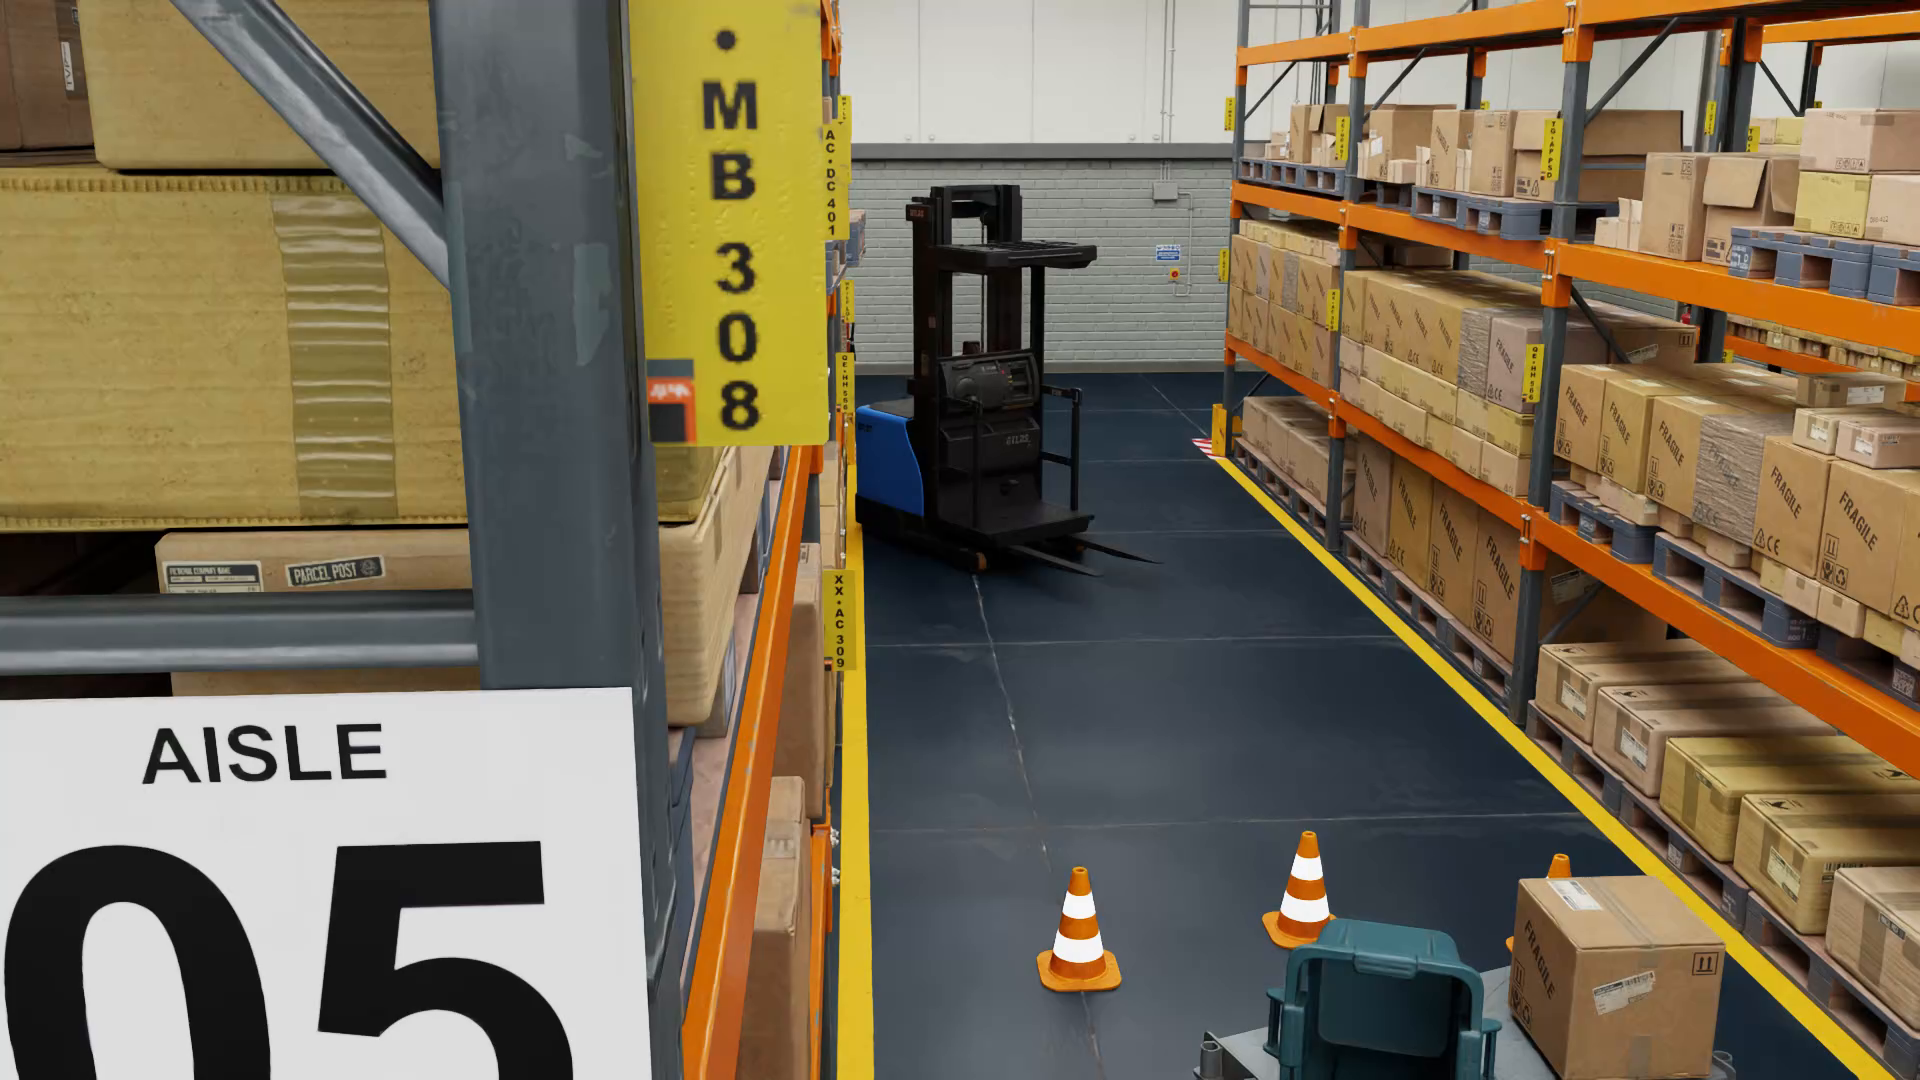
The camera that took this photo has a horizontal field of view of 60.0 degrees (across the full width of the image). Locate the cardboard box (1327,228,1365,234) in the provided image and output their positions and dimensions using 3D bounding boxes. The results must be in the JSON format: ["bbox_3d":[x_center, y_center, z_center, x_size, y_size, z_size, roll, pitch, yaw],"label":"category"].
[{"bbox_3d":[3.621,-2.814,15.436,0.380,0.149,0.250,-1,14,-2],"label":"cardboard box"}]

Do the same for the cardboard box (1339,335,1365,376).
[{"bbox_3d":[3.259,-1.431,12.867,0.500,0.250,0.500,-1,14,-5],"label":"cardboard box"}]

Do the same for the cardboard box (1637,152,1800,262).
[{"bbox_3d":[3.809,-1.646,8.183,0.700,0.500,0.500,-1,14,-3],"label":"cardboard box"}]

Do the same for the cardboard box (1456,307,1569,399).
[{"bbox_3d":[3.428,-1.165,10.328,0.500,0.500,0.500,-1,14,-2],"label":"cardboard box"}]

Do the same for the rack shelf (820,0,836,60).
[{"bbox_3d":[-1.050,-2.145,6.550,1.077,0.370,4.000,-1,14,-3],"label":"rack shelf"}]

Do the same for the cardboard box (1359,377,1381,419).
[{"bbox_3d":[3.310,-1.061,12.430,0.500,0.250,0.500,-1,14,-5],"label":"cardboard box"}]

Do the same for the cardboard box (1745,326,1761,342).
[{"bbox_3d":[8.033,-2.049,16.474,0.380,0.149,0.250,0,14,-2],"label":"cardboard box"}]

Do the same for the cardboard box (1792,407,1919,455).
[{"bbox_3d":[3.658,-0.446,6.799,0.380,0.149,0.250,-2,15,-6],"label":"cardboard box"}]

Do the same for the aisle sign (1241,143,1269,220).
[{"bbox_3d":[2.971,-3.643,16.947,0.394,0.787,0.004,-1,14,-3],"label":"aisle sign"}]

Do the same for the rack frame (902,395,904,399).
[{"bbox_3d":[-0.423,-0.784,14.966,0.200,1.050,0.008,4,15,14],"label":"rack frame"}]

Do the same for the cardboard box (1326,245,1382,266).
[{"bbox_3d":[3.176,-2.294,13.413,0.380,0.149,0.250,-1,14,-5],"label":"cardboard box"}]

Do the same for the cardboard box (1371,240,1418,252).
[{"bbox_3d":[3.662,-2.431,13.947,0.380,0.149,0.250,-1,14,-4],"label":"cardboard box"}]

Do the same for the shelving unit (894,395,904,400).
[{"bbox_3d":[-0.452,-0.754,14.851,0.215,1.050,0.252,4,15,14],"label":"shelving unit"}]

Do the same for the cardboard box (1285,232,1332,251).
[{"bbox_3d":[3.130,-2.674,14.889,0.380,0.149,0.250,-1,14,-3],"label":"cardboard box"}]

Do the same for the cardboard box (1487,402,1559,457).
[{"bbox_3d":[3.477,-0.667,9.895,0.500,0.250,0.500,-1,14,-4],"label":"cardboard box"}]

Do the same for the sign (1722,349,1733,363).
[{"bbox_3d":[4.302,-0.914,9.393,0.100,0.325,0.005,-1,14,-3],"label":"sign"}]

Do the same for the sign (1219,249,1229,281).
[{"bbox_3d":[2.711,-2.821,17.074,0.100,0.325,0.005,-1,14,-3],"label":"sign"}]

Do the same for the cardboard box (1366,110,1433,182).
[{"bbox_3d":[3.278,-2.856,12.045,0.500,0.500,0.500,-1,14,-4],"label":"cardboard box"}]

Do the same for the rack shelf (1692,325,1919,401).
[{"bbox_3d":[8.343,-1.602,15.677,1.077,0.370,4.000,-1,14,-3],"label":"rack shelf"}]

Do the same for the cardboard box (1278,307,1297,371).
[{"bbox_3d":[3.146,-1.788,14.755,0.500,0.500,0.500,-1,14,-4],"label":"cardboard box"}]

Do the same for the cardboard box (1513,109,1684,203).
[{"bbox_3d":[3.587,-2.178,9.402,0.797,0.503,0.637,-2,15,-7],"label":"cardboard box"}]

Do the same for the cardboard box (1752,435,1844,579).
[{"bbox_3d":[3.693,-0.145,6.929,0.500,0.500,0.500,0,14,-2],"label":"cardboard box"}]

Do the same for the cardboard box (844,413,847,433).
[{"bbox_3d":[-1.282,-1.126,16.067,0.380,0.149,0.250,-1,14,-5],"label":"cardboard box"}]

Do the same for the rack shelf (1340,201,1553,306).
[{"bbox_3d":[3.637,-1.982,11.135,1.077,0.370,4.000,-1,14,-3],"label":"rack shelf"}]

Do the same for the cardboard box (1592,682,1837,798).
[{"bbox_3d":[3.839,1.013,8.502,0.950,0.372,0.625,-1,14,-5],"label":"cardboard box"}]

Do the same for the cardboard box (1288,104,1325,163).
[{"bbox_3d":[3.240,-3.619,14.810,0.500,0.500,0.500,-1,14,-2],"label":"cardboard box"}]

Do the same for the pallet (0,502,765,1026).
[{"bbox_3d":[-0.734,0.116,1.712,1.003,0.211,1.213,-1,14,-3],"label":"pallet"}]

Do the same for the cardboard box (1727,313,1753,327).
[{"bbox_3d":[8.010,-2.277,16.560,0.500,0.250,0.500,-1,14,-3],"label":"cardboard box"}]

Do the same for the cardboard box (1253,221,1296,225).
[{"bbox_3d":[3.098,-3.060,16.392,0.380,0.149,0.250,-1,14,-2],"label":"cardboard box"}]

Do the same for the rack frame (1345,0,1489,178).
[{"bbox_3d":[3.513,-4.281,12.605,1.000,3.000,0.127,-1,14,-3],"label":"rack frame"}]

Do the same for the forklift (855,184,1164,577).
[{"bbox_3d":[0.371,-1.293,13.171,1.130,2.935,3.031,-10,18,-35],"label":"forklift"}]

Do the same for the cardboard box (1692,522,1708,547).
[{"bbox_3d":[3.696,-0.042,7.831,0.380,0.149,0.250,0,14,-1],"label":"cardboard box"}]

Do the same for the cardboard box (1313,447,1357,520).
[{"bbox_3d":[3.581,-0.496,14.233,0.875,0.438,0.875,-1,14,-4],"label":"cardboard box"}]

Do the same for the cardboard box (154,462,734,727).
[{"bbox_3d":[-0.379,0.037,1.302,0.380,0.149,0.250,-1,14,-3],"label":"cardboard box"}]

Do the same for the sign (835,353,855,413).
[{"bbox_3d":[-0.620,-0.849,8.984,0.100,0.325,0.005,-1,14,-3],"label":"sign"}]

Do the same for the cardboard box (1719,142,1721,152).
[{"bbox_3d":[7.974,-3.857,16.683,0.500,0.250,0.500,-1,14,-4],"label":"cardboard box"}]

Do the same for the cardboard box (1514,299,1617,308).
[{"bbox_3d":[3.917,-1.292,10.820,0.500,0.500,0.500,0,14,-2],"label":"cardboard box"}]

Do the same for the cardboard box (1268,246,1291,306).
[{"bbox_3d":[3.121,-2.399,15.122,0.500,0.500,0.500,-1,14,-3],"label":"cardboard box"}]

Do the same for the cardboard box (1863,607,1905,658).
[{"bbox_3d":[3.702,0.343,6.335,0.380,0.149,0.250,-1,14,-5],"label":"cardboard box"}]

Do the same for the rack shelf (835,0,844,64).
[{"bbox_3d":[-1.545,-4.327,14.233,1.077,0.370,4.000,-1,14,-3],"label":"rack shelf"}]

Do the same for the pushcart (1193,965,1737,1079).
[{"bbox_3d":[1.736,1.932,5.761,1.648,0.377,0.936,-6,16,-23],"label":"pushcart"}]

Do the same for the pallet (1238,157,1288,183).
[{"bbox_3d":[3.321,-3.596,16.140,1.003,0.211,1.213,-1,14,-3],"label":"pallet"}]

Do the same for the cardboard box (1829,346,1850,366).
[{"bbox_3d":[8.084,-1.664,14.979,0.380,0.149,0.250,-1,14,-4],"label":"cardboard box"}]

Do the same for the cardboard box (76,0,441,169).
[{"bbox_3d":[-0.381,-0.346,1.194,0.380,0.149,0.250,-1,14,-3],"label":"cardboard box"}]

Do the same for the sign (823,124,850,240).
[{"bbox_3d":[-0.372,-1.035,4.812,0.100,0.325,0.005,-1,14,-3],"label":"sign"}]

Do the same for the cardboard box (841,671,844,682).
[{"bbox_3d":[-0.963,0.548,10.050,0.500,0.500,0.500,-2,15,-6],"label":"cardboard box"}]

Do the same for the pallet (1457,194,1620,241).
[{"bbox_3d":[3.668,-1.901,9.755,1.213,0.211,1.003,0,14,-1],"label":"pallet"}]

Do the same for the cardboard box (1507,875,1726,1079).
[{"bbox_3d":[2.234,1.493,5.701,0.500,0.500,0.500,-1,14,-3],"label":"cardboard box"}]

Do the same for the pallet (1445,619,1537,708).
[{"bbox_3d":[3.787,0.773,10.600,1.003,0.211,1.213,-1,14,-3],"label":"pallet"}]

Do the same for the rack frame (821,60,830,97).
[{"bbox_3d":[-1.174,-3.184,8.344,1.000,3.000,0.127,-1,14,-3],"label":"rack frame"}]

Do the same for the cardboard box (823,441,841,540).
[{"bbox_3d":[-0.878,-0.220,8.660,0.500,0.500,0.500,-1,14,-3],"label":"cardboard box"}]

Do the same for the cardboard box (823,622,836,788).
[{"bbox_3d":[-0.690,0.532,5.737,0.500,0.500,0.500,-1,14,-3],"label":"cardboard box"}]
